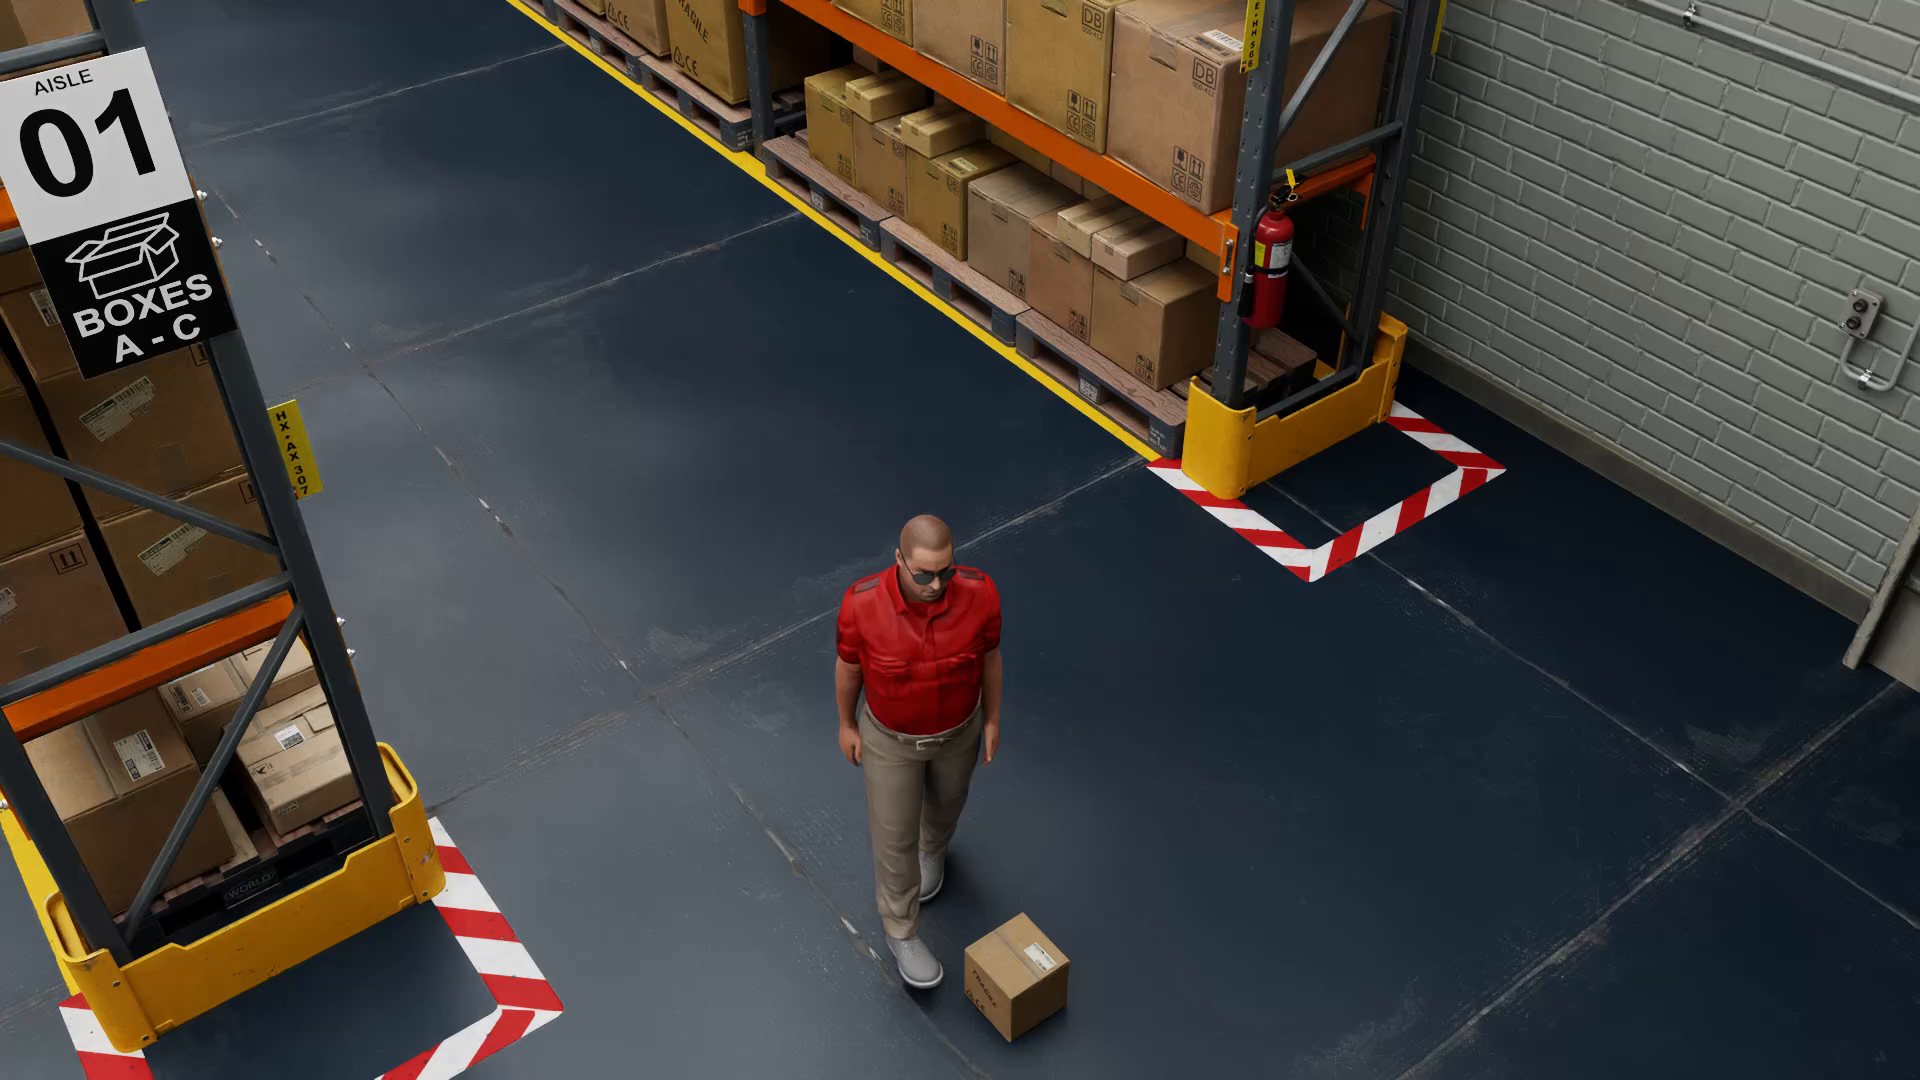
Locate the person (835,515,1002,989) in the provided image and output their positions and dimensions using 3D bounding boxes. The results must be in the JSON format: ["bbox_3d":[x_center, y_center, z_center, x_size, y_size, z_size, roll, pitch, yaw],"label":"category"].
[{"bbox_3d":[-0.100,0.681,5.352,0.540,1.715,0.703,-8,41,-9],"label":"person"}]
